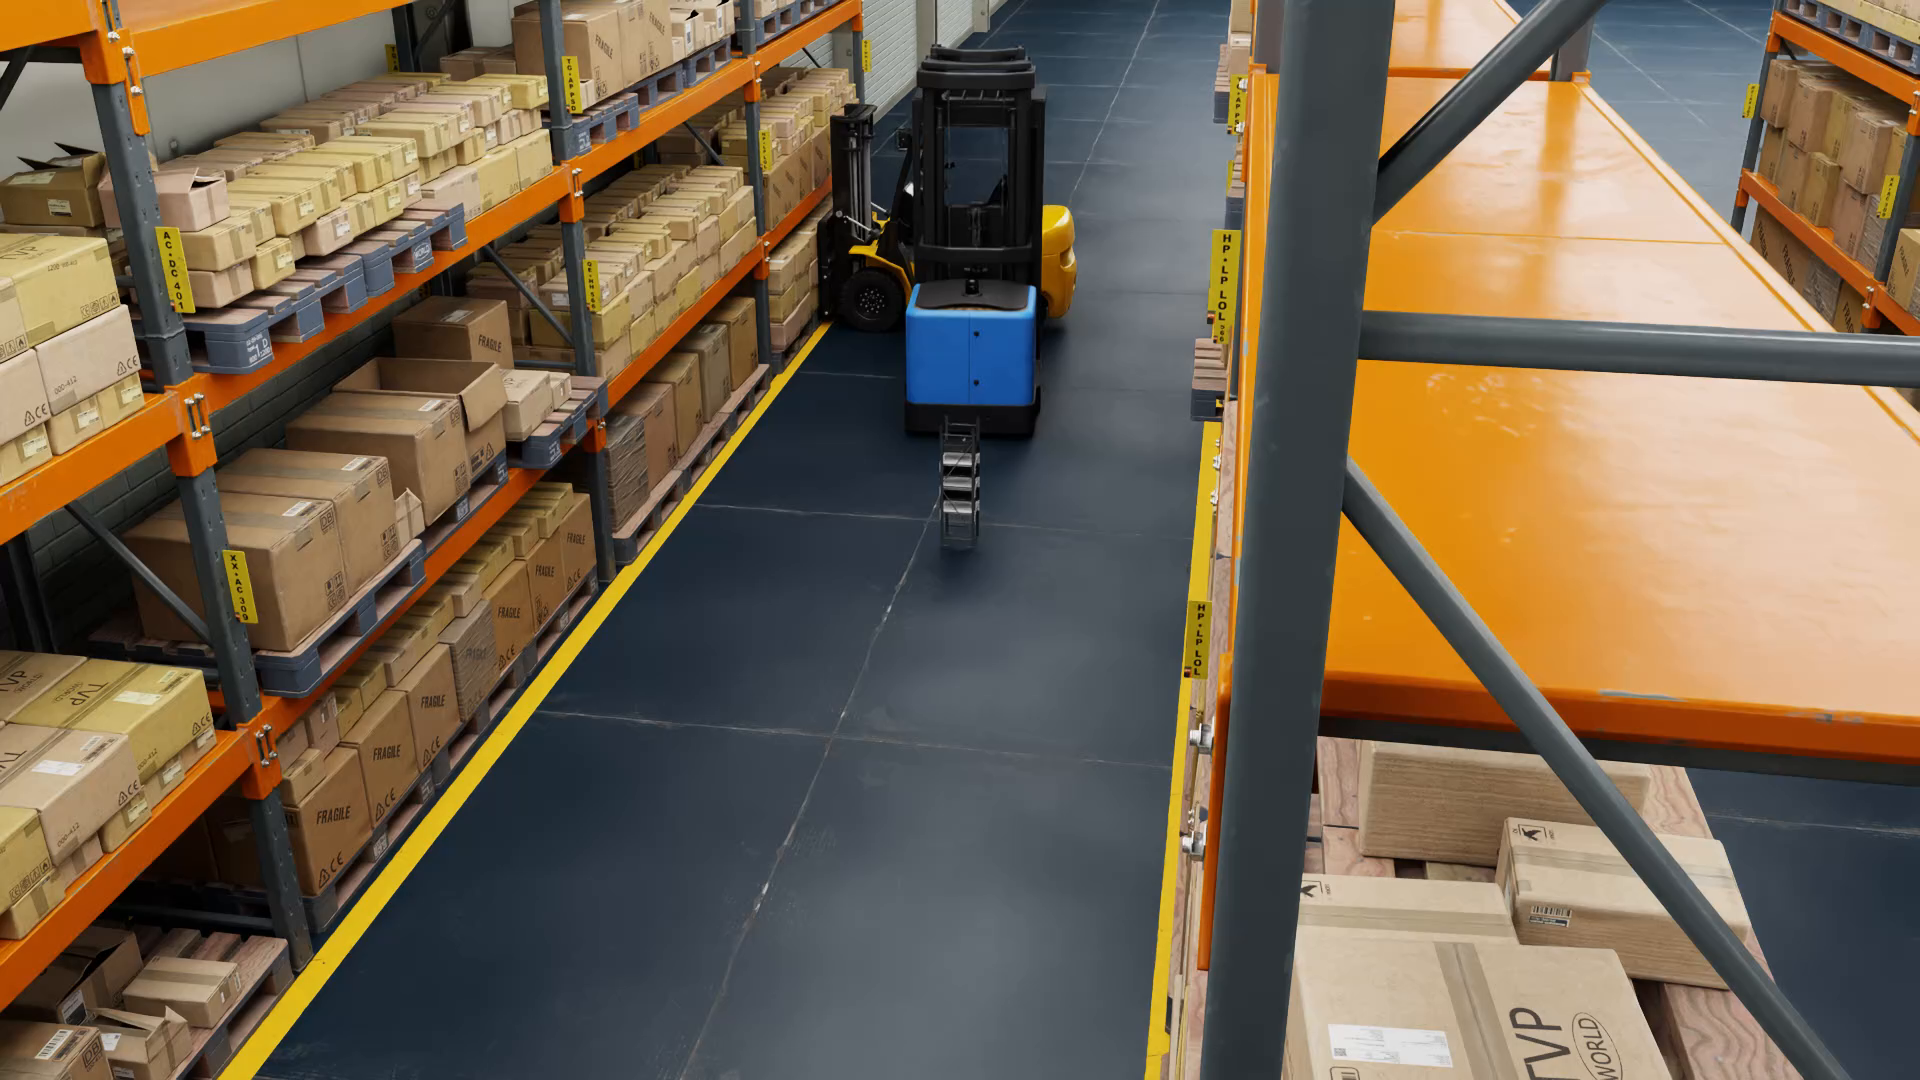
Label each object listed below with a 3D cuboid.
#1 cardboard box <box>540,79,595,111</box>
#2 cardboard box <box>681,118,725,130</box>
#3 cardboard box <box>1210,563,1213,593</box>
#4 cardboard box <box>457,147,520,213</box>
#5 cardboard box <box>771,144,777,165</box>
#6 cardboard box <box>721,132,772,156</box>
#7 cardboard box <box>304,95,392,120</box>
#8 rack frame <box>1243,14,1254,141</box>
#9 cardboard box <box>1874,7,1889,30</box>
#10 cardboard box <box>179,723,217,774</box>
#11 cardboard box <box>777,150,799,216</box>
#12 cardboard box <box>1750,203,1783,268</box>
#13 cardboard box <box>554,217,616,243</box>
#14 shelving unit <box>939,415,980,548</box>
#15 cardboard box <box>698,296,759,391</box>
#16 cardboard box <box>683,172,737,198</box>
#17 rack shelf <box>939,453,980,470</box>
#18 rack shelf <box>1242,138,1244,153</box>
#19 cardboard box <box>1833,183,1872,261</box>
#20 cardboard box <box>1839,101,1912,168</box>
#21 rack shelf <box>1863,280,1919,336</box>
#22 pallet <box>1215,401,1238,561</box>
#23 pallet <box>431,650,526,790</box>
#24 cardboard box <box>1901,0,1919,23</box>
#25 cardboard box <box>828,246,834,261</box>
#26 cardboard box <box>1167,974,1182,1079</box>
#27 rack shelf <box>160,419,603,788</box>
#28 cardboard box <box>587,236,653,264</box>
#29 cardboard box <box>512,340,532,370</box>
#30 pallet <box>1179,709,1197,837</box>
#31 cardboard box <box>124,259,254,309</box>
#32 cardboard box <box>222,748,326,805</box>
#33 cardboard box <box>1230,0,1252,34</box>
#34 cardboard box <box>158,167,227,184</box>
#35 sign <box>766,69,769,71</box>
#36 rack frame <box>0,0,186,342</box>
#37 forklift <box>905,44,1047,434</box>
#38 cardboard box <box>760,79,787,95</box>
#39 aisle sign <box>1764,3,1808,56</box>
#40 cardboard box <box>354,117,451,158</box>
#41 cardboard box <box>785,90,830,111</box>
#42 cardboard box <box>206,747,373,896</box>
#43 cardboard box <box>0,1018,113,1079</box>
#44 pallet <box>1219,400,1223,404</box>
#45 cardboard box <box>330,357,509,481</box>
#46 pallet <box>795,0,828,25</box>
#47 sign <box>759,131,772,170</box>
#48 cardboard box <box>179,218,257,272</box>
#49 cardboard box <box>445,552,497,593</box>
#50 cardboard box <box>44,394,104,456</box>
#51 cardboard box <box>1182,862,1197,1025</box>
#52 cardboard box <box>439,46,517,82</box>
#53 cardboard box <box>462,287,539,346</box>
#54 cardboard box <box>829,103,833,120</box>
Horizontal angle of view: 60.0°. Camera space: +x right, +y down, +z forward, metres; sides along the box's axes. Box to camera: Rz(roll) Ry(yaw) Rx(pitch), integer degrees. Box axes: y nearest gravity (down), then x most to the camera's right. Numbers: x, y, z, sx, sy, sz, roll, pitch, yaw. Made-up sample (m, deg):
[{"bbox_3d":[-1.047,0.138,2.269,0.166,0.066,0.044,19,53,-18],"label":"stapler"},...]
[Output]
[{"bbox_3d":[-2.464,-2.736,10.181,0.380,0.166,0.250,4,25,8],"label":"cardboard box"},{"bbox_3d":[-2.301,-3.638,14.750,0.380,0.149,0.250,4,25,8],"label":"cardboard box"},{"bbox_3d":[1.409,0.106,7.573,0.500,0.250,0.500,5,25,10],"label":"cardboard box"},{"bbox_3d":[-2.746,-1.972,9.063,0.500,0.250,0.500,4,25,9],"label":"cardboard box"},{"bbox_3d":[-1.814,-3.359,14.504,0.380,0.149,0.250,5,25,10],"label":"cardboard box"},{"bbox_3d":[-1.822,-3.383,14.205,0.380,0.149,0.250,5,25,10],"label":"cardboard box"},{"bbox_3d":[-3.259,-2.272,8.882,0.380,0.149,0.250,5,26,10],"label":"cardboard box"},{"bbox_3d":[2.077,-3.498,8.608,1.000,3.000,0.127,4,25,9],"label":"rack frame"},{"bbox_3d":[7.499,-4.128,13.176,0.380,0.149,0.250,4,25,9],"label":"cardboard box"},{"bbox_3d":[-3.277,0.814,6.768,0.380,0.149,0.250,4,25,9],"label":"cardboard box"},{"bbox_3d":[-1.768,-3.228,14.990,0.500,0.500,0.500,4,25,9],"label":"cardboard box"},{"bbox_3d":[8.239,-2.766,16.131,0.875,0.875,0.875,4,25,9],"label":"cardboard box"},{"bbox_3d":[-2.735,-2.256,12.148,0.380,0.149,0.250,5,25,10],"label":"cardboard box"},{"bbox_3d":[-0.001,-0.404,11.552,0.258,0.900,0.210,4,25,9],"label":"shelving unit"},{"bbox_3d":[-2.241,-1.692,14.132,0.875,0.625,0.625,5,26,11],"label":"cardboard box"},{"bbox_3d":[-2.028,-2.868,13.455,0.380,0.149,0.250,4,25,8],"label":"cardboard box"},{"bbox_3d":[-0.001,-0.537,11.490,0.258,0.077,0.200,4,25,9],"label":"rack shelf"},{"bbox_3d":[2.404,-2.650,11.184,1.077,0.370,4.000,4,25,9],"label":"rack shelf"},{"bbox_3d":[7.747,-2.608,13.606,0.875,0.550,0.550,4,25,9],"label":"cardboard box"},{"bbox_3d":[7.924,-3.316,13.846,0.875,0.550,0.550,4,25,9],"label":"cardboard box"},{"bbox_3d":[7.304,-0.991,11.177,1.077,0.370,4.000,4,25,9],"label":"rack shelf"},{"bbox_3d":[1.279,-0.085,4.959,1.003,0.211,1.213,4,25,9],"label":"pallet"},{"bbox_3d":[-3.181,0.958,9.454,1.003,0.211,1.213,4,25,9],"label":"pallet"},{"bbox_3d":[7.458,-4.038,12.512,0.500,0.250,0.500,4,25,8],"label":"cardboard box"},{"bbox_3d":[-1.526,-2.780,16.309,0.500,0.250,0.500,4,25,8],"label":"cardboard box"},{"bbox_3d":[1.215,2.117,6.215,0.875,0.438,0.875,4,25,8],"label":"cardboard box"},{"bbox_3d":[-3.147,0.039,8.977,1.077,0.370,4.000,4,25,9],"label":"rack shelf"},{"bbox_3d":[-2.377,-2.014,11.630,0.380,0.149,0.250,4,25,9],"label":"cardboard box"},{"bbox_3d":[-2.999,-1.261,11.083,0.500,0.250,0.500,3,25,7],"label":"cardboard box"},{"bbox_3d":[1.672,1.315,8.691,1.003,0.211,1.213,4,25,9],"label":"pallet"},{"bbox_3d":[-3.033,-1.028,6.552,0.380,0.149,0.250,4,25,9],"label":"cardboard box"},{"bbox_3d":[-3.153,1.066,7.622,0.380,0.149,0.250,5,26,11],"label":"cardboard box"},{"bbox_3d":[2.168,-3.735,11.745,0.500,0.250,0.500,3,25,7],"label":"cardboard box"},{"bbox_3d":[-3.436,-1.522,7.256,0.380,0.149,0.250,5,25,10],"label":"cardboard box"},{"bbox_3d":[-2.060,-4.938,17.647,0.100,0.325,0.005,4,25,9],"label":"sign"},{"bbox_3d":[-3.474,-2.167,5.765,1.000,3.000,0.127,4,25,9],"label":"rack frame"},{"bbox_3d":[0.168,-2.769,14.209,1.130,2.935,3.031,2,25,3],"label":"forklift"},{"bbox_3d":[-1.939,-4.496,16.584,0.380,0.149,0.250,4,25,9],"label":"cardboard box"},{"bbox_3d":[8.000,-5.054,15.942,0.394,0.787,0.004,4,25,9],"label":"aisle sign"},{"bbox_3d":[-2.797,-2.022,8.349,0.380,0.149,0.250,4,25,9],"label":"cardboard box"},{"bbox_3d":[-1.473,-4.238,16.031,0.380,0.149,0.250,5,25,10],"label":"cardboard box"},{"bbox_3d":[-3.173,1.305,7.877,0.500,0.500,0.500,5,26,11],"label":"cardboard box"},{"bbox_3d":[-3.587,2.126,6.122,0.700,0.500,0.500,3,25,7],"label":"cardboard box"},{"bbox_3d":[2.806,-1.474,14.651,1.003,0.211,1.213,4,25,9],"label":"pallet"},{"bbox_3d":[-2.905,-0.665,9.015,0.797,0.503,0.637,3,25,7],"label":"cardboard box"},{"bbox_3d":[-1.851,-4.982,15.421,1.003,0.211,1.213,4,25,9],"label":"pallet"},{"bbox_3d":[-1.630,-3.251,13.885,0.100,0.325,0.005,4,25,9],"label":"sign"},{"bbox_3d":[-2.993,-1.160,6.483,0.380,0.149,0.250,5,26,10],"label":"cardboard box"},{"bbox_3d":[-2.880,0.184,9.507,0.380,0.149,0.250,4,25,8],"label":"cardboard box"},{"bbox_3d":[-3.285,-0.422,5.871,0.380,0.149,0.250,4,25,8],"label":"cardboard box"},{"bbox_3d":[0.838,1.211,4.326,0.500,0.500,0.500,4,25,8],"label":"cardboard box"},{"bbox_3d":[-2.955,-2.970,10.582,0.500,0.250,0.500,4,25,9],"label":"cardboard box"},{"bbox_3d":[-3.021,-1.489,10.980,0.500,0.250,0.500,5,25,10],"label":"cardboard box"},{"bbox_3d":[-1.457,-4.213,16.329,0.380,0.149,0.250,3,25,7],"label":"cardboard box"}]
